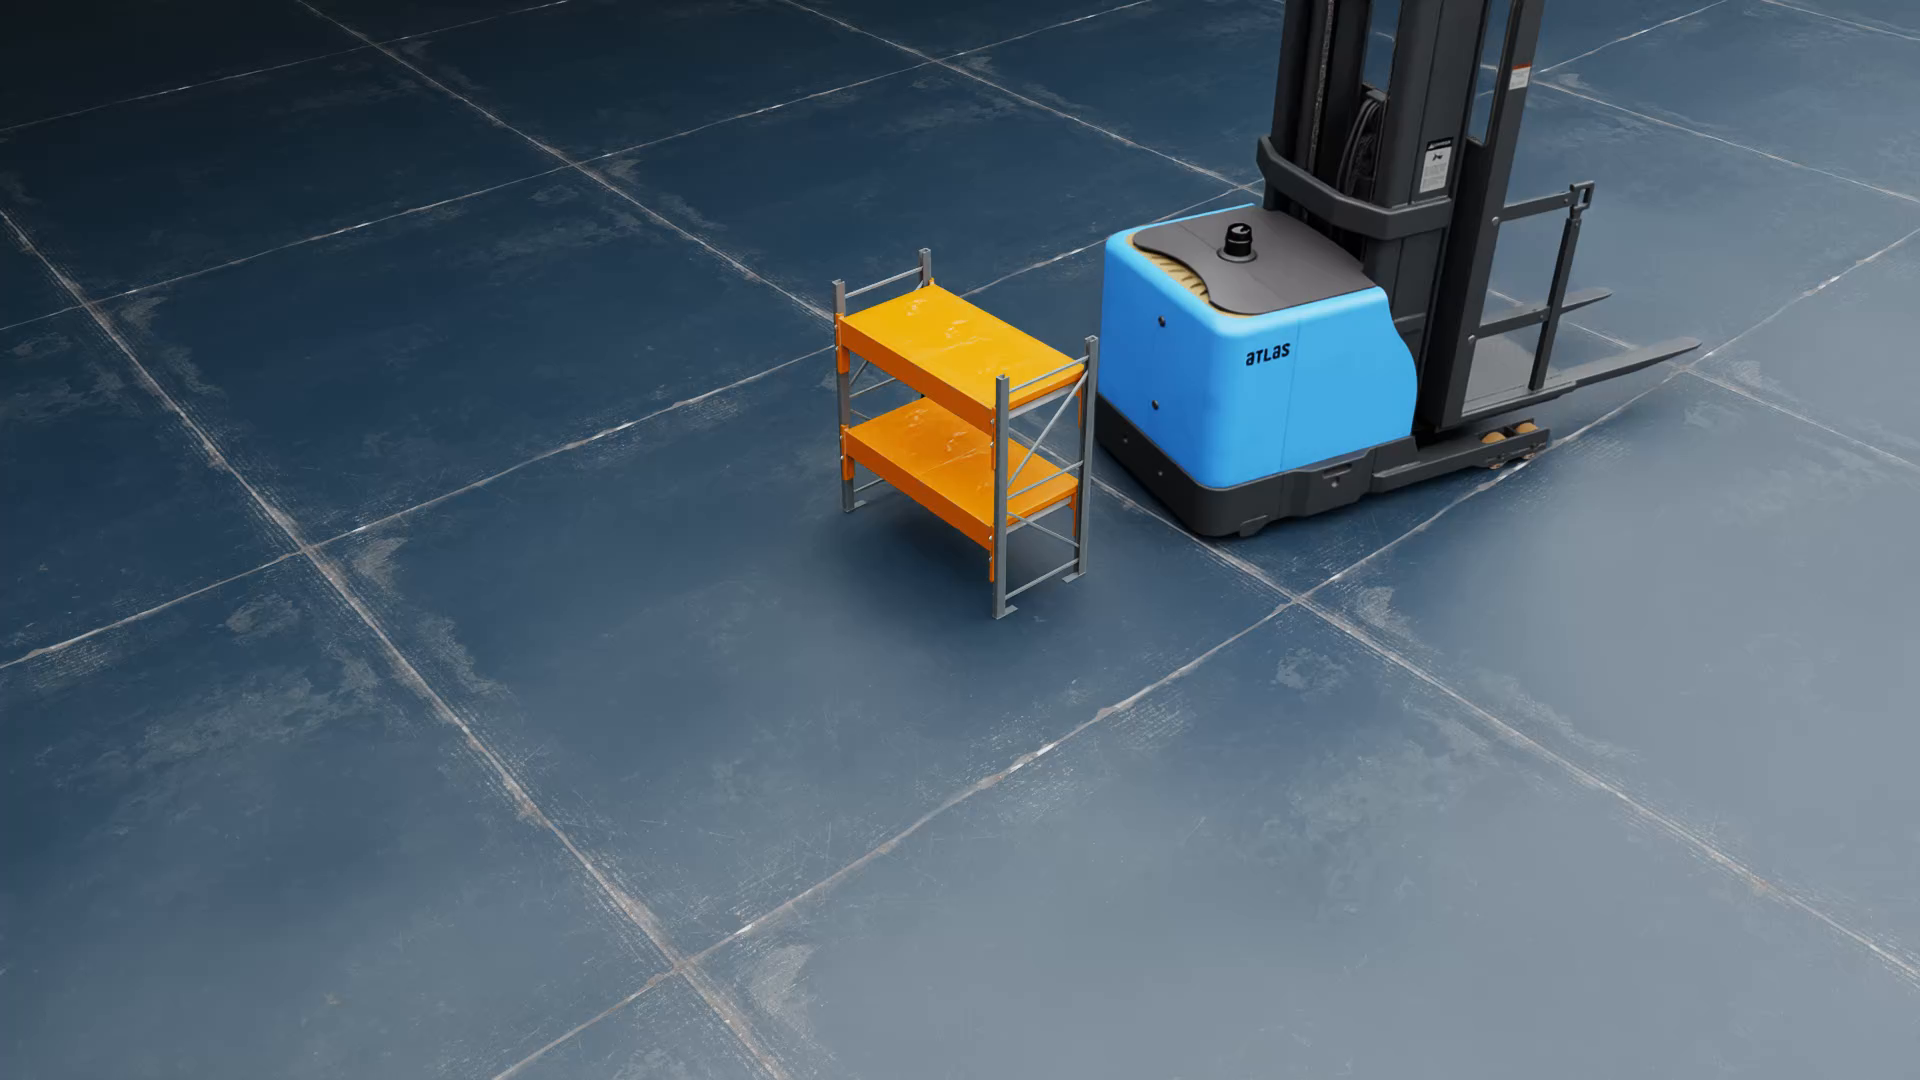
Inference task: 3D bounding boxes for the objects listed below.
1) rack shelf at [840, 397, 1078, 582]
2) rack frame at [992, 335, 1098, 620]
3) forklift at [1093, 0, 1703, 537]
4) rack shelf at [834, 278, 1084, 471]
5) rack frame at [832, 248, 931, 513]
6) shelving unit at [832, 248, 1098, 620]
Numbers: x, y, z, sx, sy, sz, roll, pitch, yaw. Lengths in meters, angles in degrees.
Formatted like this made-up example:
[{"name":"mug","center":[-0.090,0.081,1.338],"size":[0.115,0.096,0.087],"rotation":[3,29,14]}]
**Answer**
[{"name":"rack shelf","center":[0.004,-0.257,7.062],"size":[0.538,0.278,1.000],"rotation":[-26,43,-32]},{"name":"rack frame","center":[0.332,-0.232,6.604],"size":[0.500,1.125,0.032],"rotation":[-26,43,-32]},{"name":"forklift","center":[2.179,-1.786,7.235],"size":[3.031,2.935,1.130],"rotation":[-16,38,-21]},{"name":"rack shelf","center":[0.004,-0.695,6.752],"size":[0.538,0.278,1.000],"rotation":[-26,43,-32]},{"name":"rack frame","center":[-0.324,-0.680,7.238],"size":[0.500,1.125,0.032],"rotation":[-26,43,-32]},{"name":"shelving unit","center":[0.004,-0.456,6.921],"size":[0.538,1.125,1.048],"rotation":[-26,43,-32]}]
